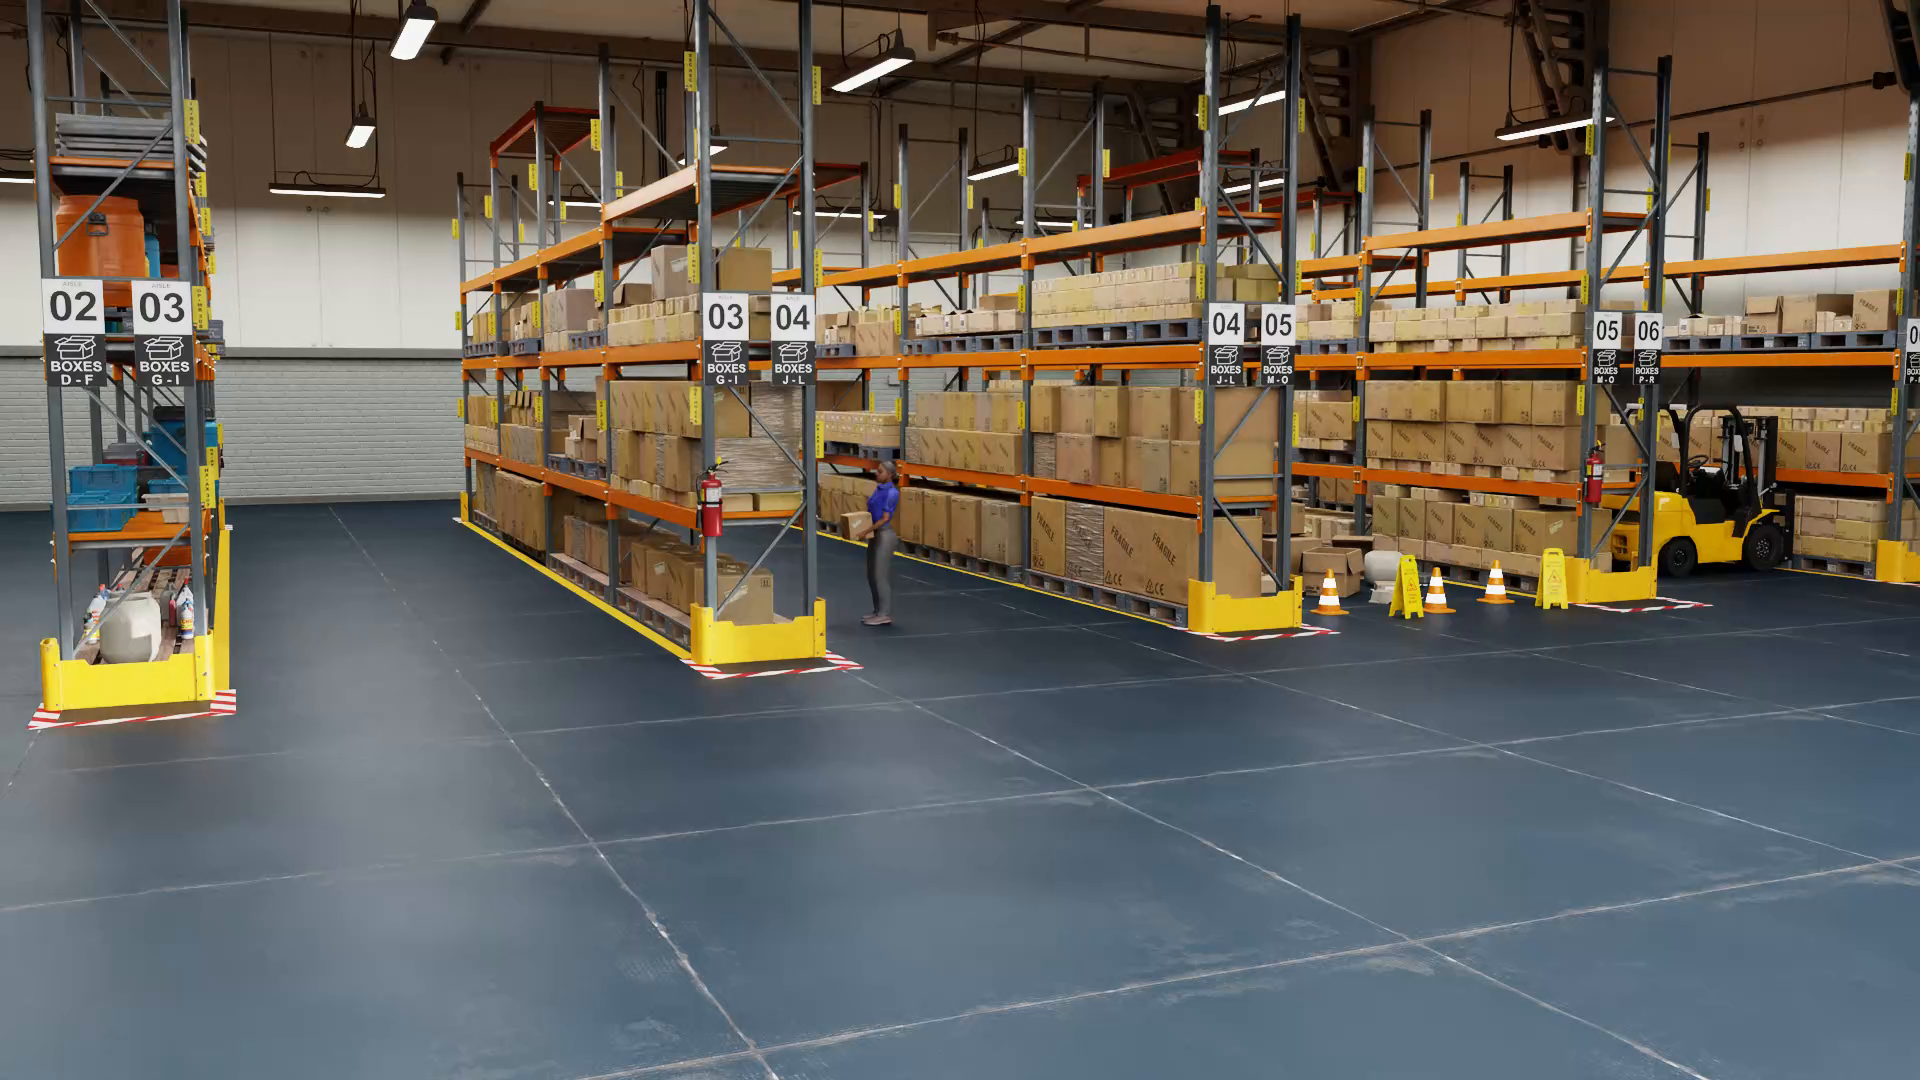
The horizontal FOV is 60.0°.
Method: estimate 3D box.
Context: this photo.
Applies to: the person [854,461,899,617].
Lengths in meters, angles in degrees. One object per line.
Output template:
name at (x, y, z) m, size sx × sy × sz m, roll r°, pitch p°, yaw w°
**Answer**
person at (-0.869, -0.011, 16.821) m, size 0.522 × 1.576 × 0.451 m, roll -2°, pitch 6°, yaw -23°
